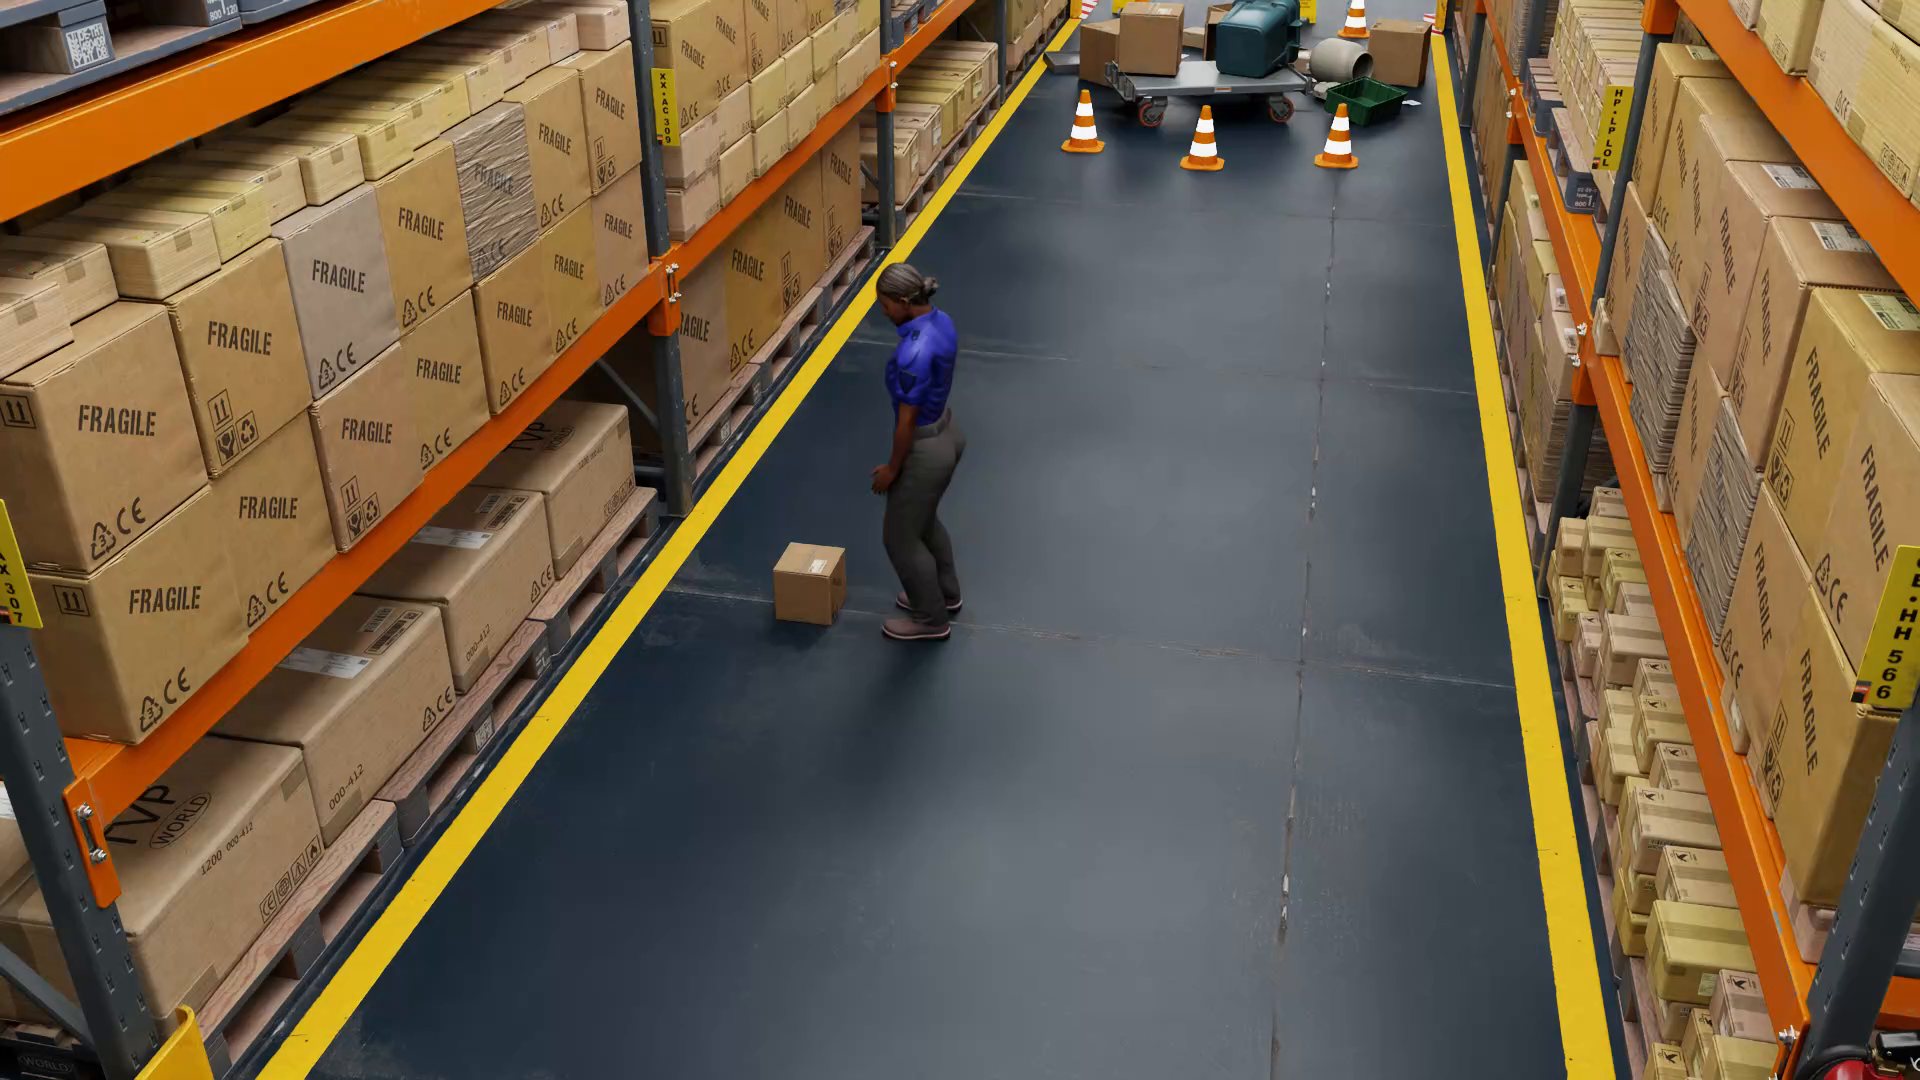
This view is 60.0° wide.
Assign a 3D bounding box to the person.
[{"bbox_3d":[-0.167,-0.345,6.794,0.337,1.631,0.448,7,30,12],"label":"person"}]
